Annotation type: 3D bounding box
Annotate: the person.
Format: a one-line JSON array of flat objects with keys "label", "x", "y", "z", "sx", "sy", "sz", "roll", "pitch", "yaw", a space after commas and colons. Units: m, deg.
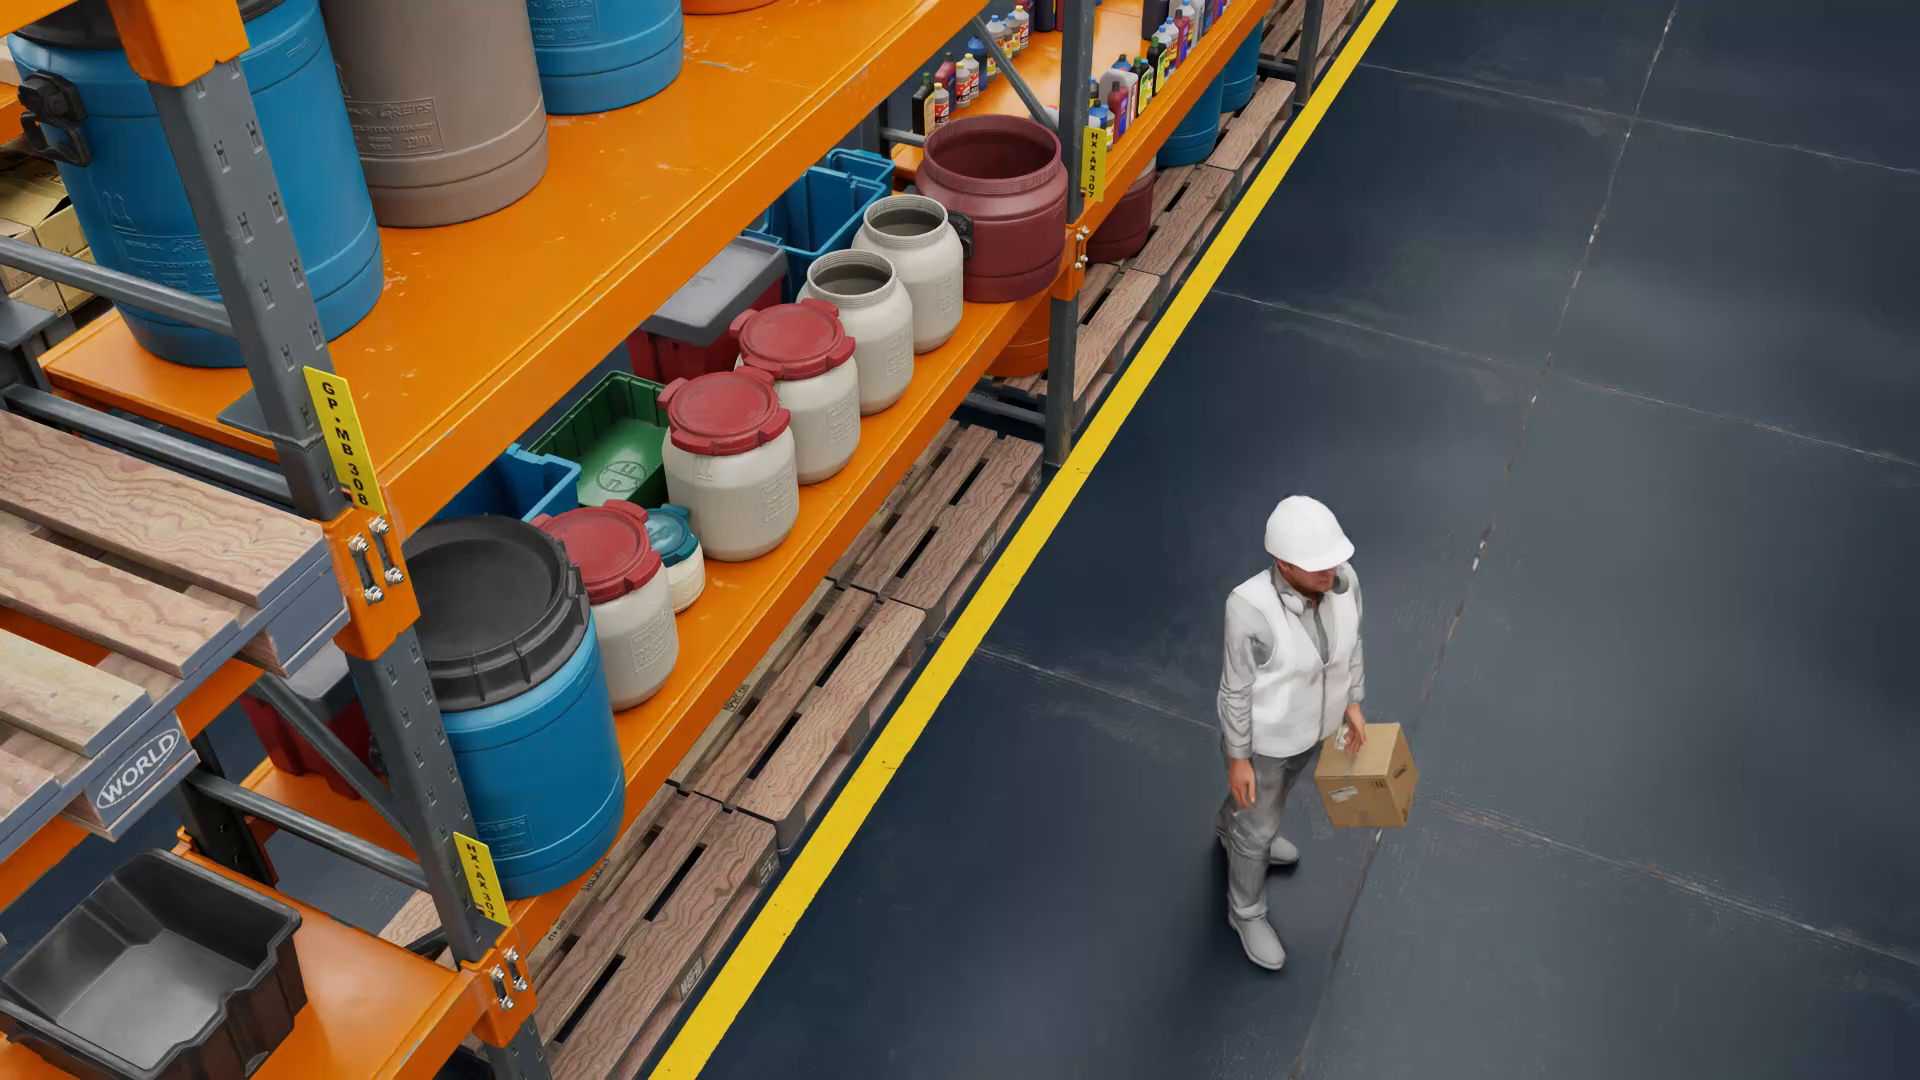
[{"label": "person", "x": 1.085, "y": 0.618, "z": 5.443, "sx": 0.598, "sy": 1.777, "sz": 0.583, "roll": -26, "pitch": 48, "yaw": -26}]
